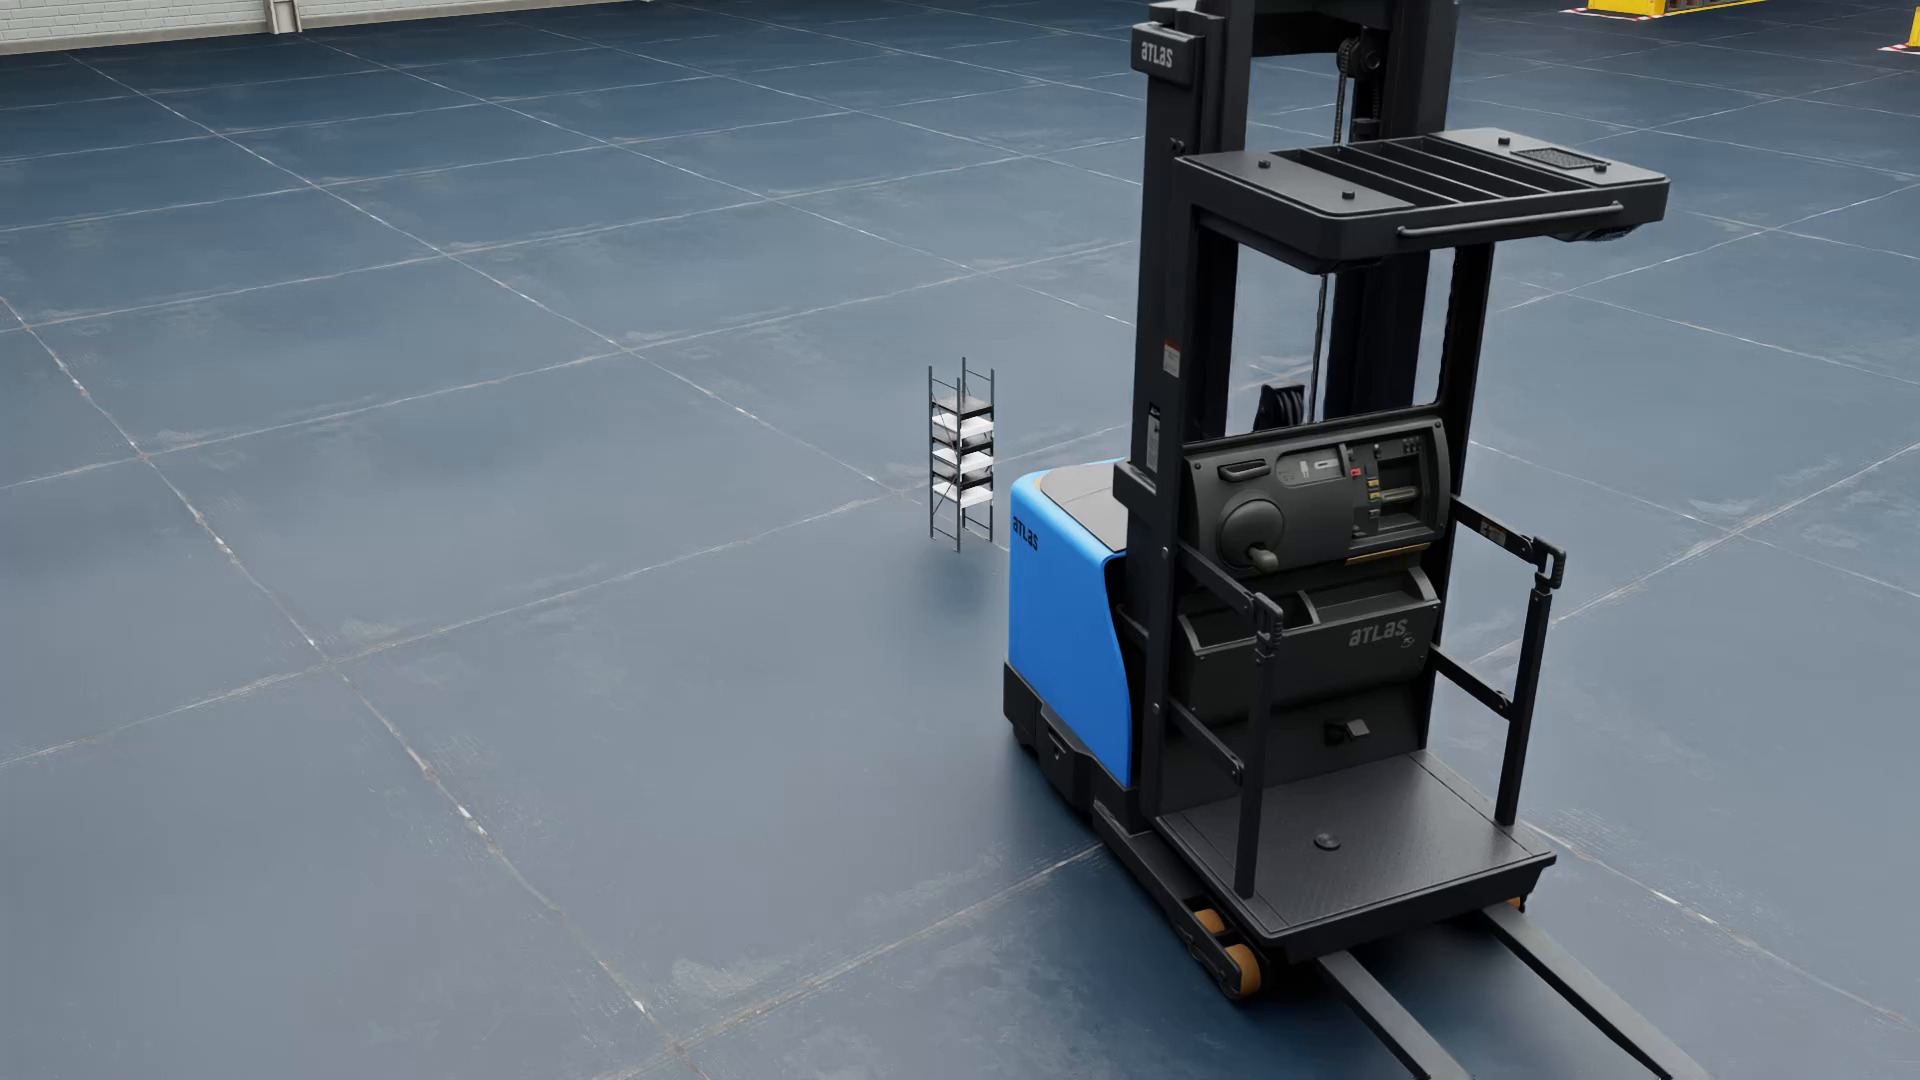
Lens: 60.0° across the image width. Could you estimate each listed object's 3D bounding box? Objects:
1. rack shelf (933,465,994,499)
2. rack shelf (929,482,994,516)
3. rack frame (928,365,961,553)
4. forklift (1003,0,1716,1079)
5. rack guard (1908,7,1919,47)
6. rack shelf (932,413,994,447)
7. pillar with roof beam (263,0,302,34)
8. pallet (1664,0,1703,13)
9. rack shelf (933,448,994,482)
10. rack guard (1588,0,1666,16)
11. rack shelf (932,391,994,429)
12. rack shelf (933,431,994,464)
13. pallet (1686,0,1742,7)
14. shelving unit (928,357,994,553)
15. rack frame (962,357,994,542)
[{"bbox_3d":[0.006,-0.298,8.117,0.200,0.077,0.258,-18,31,-34],"label":"rack shelf"},{"bbox_3d":[0.006,-0.217,8.155,0.200,0.077,0.258,-18,31,-34],"label":"rack shelf"},{"bbox_3d":[-0.074,-0.384,8.008,0.006,0.900,0.240,-18,31,-34],"label":"rack frame"},{"bbox_3d":[1.214,-0.107,4.999,1.130,2.935,3.031,-10,27,-21],"label":"forklift"},{"bbox_3d":[13.573,-6.915,22.556,0.348,0.500,1.175,-18,31,-34],"label":"rack guard"},{"bbox_3d":[0.006,-0.543,8.003,0.200,0.077,0.258,-18,31,-34],"label":"rack shelf"},{"bbox_3d":[-7.147,-10.039,19.192,0.400,9.000,9.100,-18,31,-34],"label":"pillar with roof beam"},{"bbox_3d":[11.131,-8.650,26.636,1.213,0.211,1.003,-18,31,-34],"label":"pallet"},{"bbox_3d":[0.006,-0.380,8.079,0.200,0.077,0.258,-18,31,-34],"label":"rack shelf"},{"bbox_3d":[10.488,-8.571,26.125,0.348,0.500,1.175,-18,31,-34],"label":"rack guard"},{"bbox_3d":[0.006,-0.625,7.965,0.200,0.077,0.258,-18,31,-34],"label":"rack shelf"},{"bbox_3d":[0.006,-0.462,8.041,0.200,0.077,0.258,-18,31,-34],"label":"rack shelf"},{"bbox_3d":[12.090,-8.965,27.315,1.213,0.211,1.003,-18,31,-34],"label":"pallet"},{"bbox_3d":[0.006,-0.410,8.065,0.210,0.900,0.258,-18,31,-34],"label":"shelving unit"},{"bbox_3d":[0.086,-0.437,8.122,0.006,0.900,0.240,-18,31,-34],"label":"rack frame"}]
